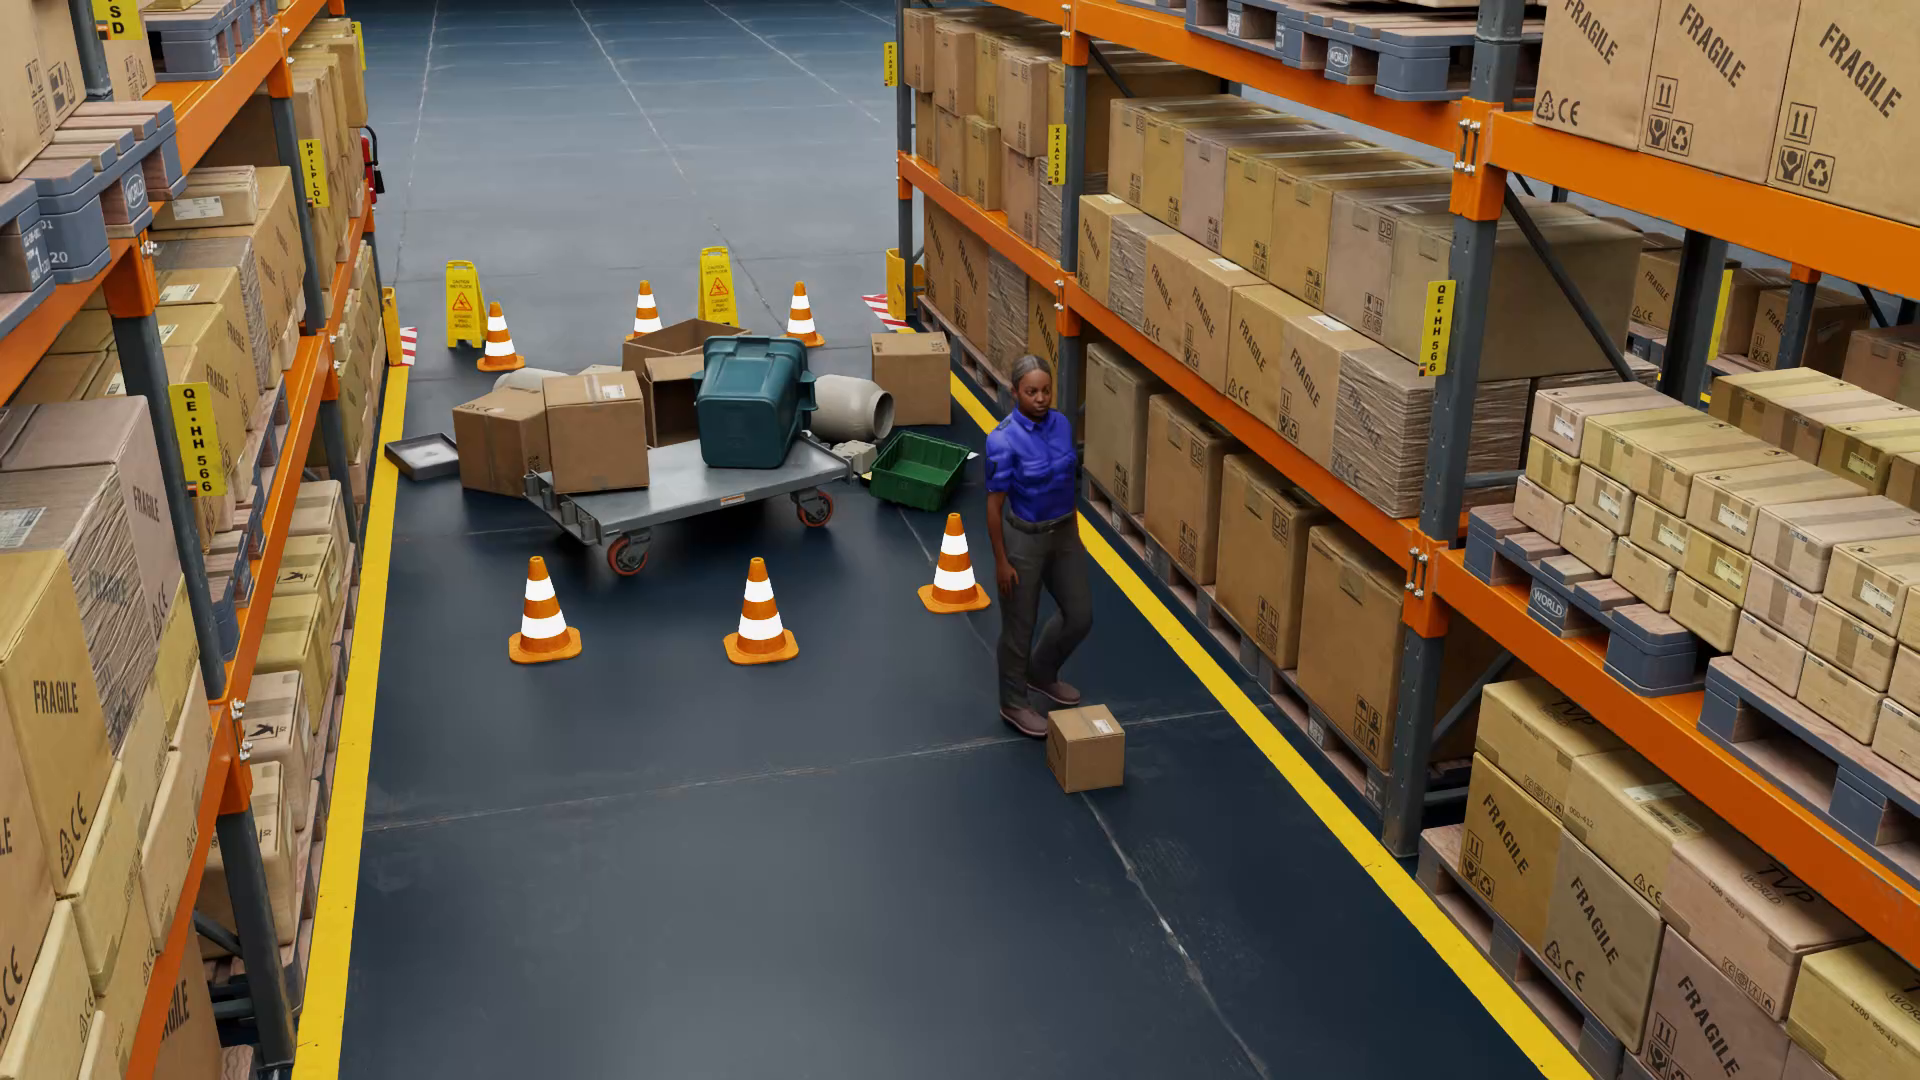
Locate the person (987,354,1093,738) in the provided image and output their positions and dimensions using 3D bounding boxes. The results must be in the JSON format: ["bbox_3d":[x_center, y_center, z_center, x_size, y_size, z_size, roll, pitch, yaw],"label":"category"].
[{"bbox_3d":[0.331,0.021,7.006,0.523,1.659,0.364,-18,29,-36],"label":"person"}]
